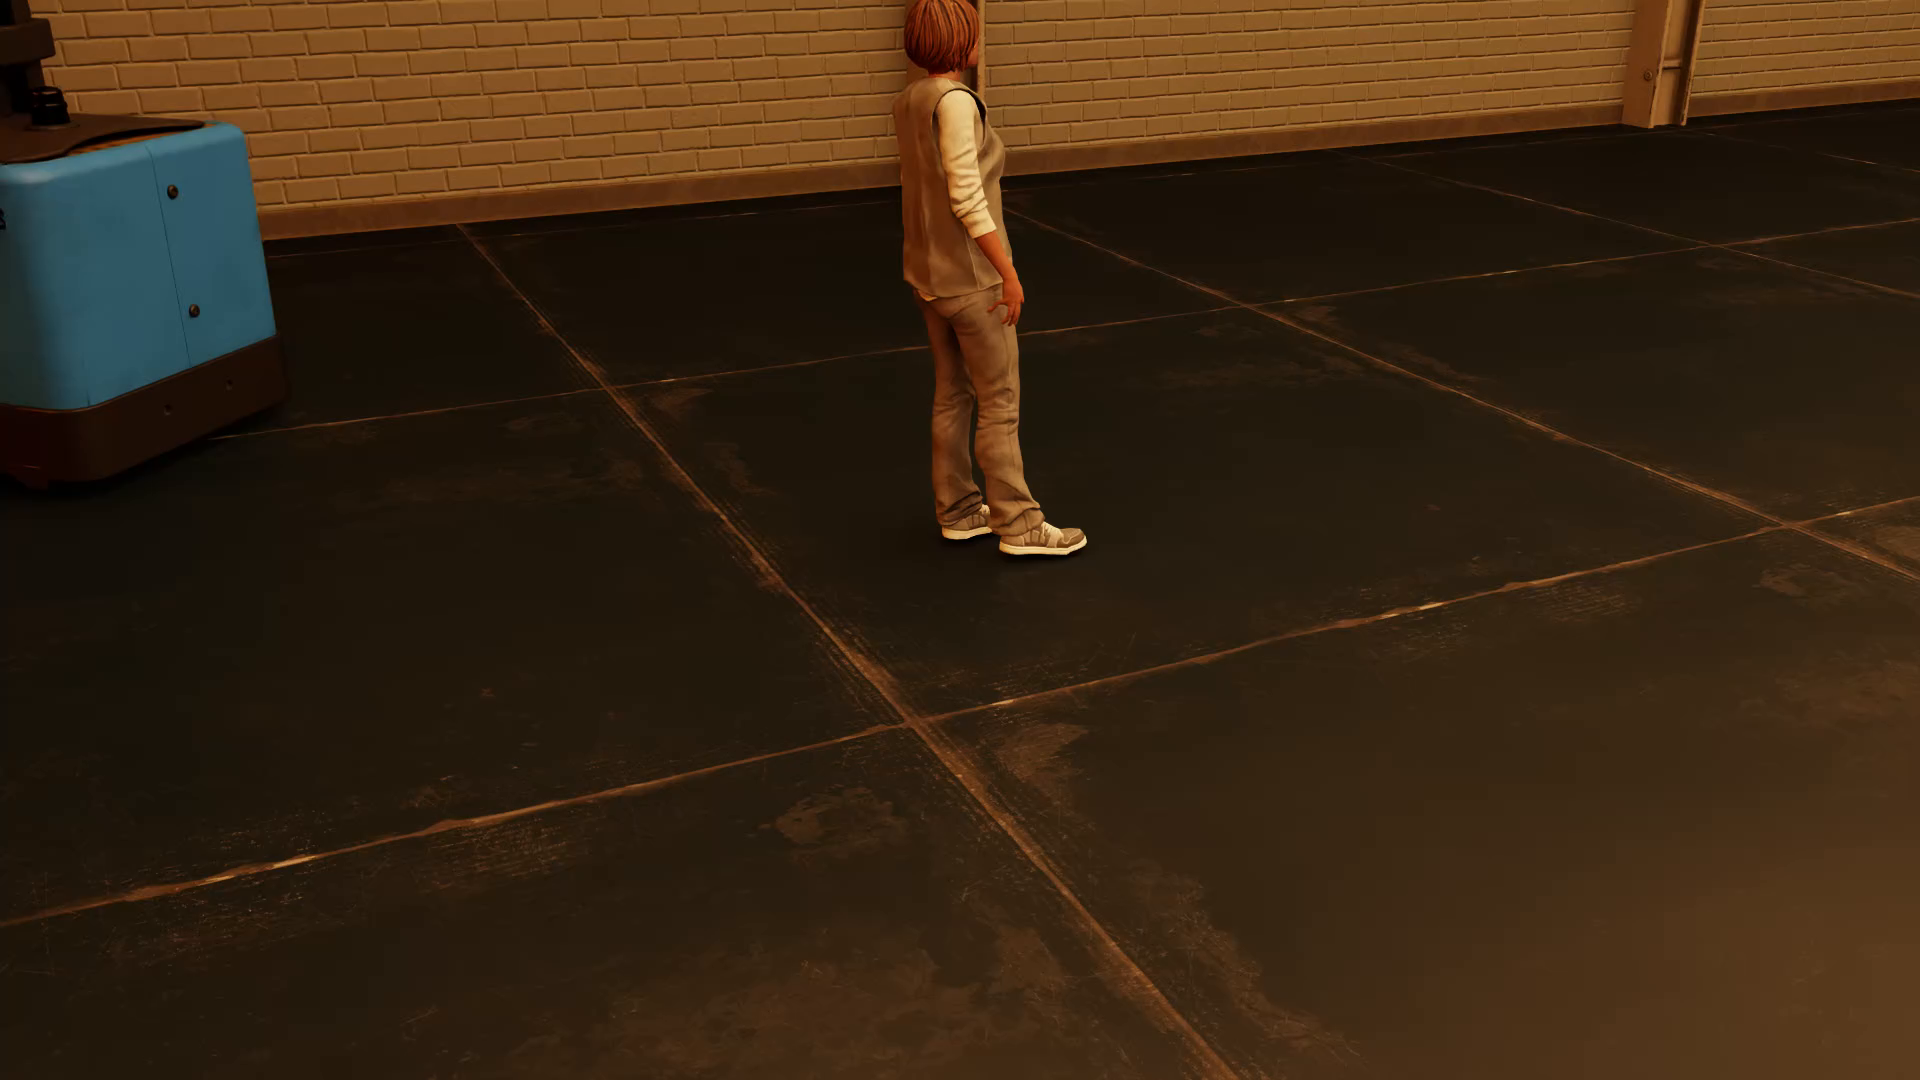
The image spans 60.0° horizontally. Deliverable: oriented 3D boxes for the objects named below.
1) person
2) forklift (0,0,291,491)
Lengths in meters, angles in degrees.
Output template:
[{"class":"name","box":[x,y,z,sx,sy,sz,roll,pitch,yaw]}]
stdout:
[{"class":"person","box":[0.074,-0.752,4.815,0.473,1.599,0.520,-10,25,-23]},{"class":"forklift","box":[-4.075,-1.829,5.689,3.031,2.935,1.130,7,24,16]}]
